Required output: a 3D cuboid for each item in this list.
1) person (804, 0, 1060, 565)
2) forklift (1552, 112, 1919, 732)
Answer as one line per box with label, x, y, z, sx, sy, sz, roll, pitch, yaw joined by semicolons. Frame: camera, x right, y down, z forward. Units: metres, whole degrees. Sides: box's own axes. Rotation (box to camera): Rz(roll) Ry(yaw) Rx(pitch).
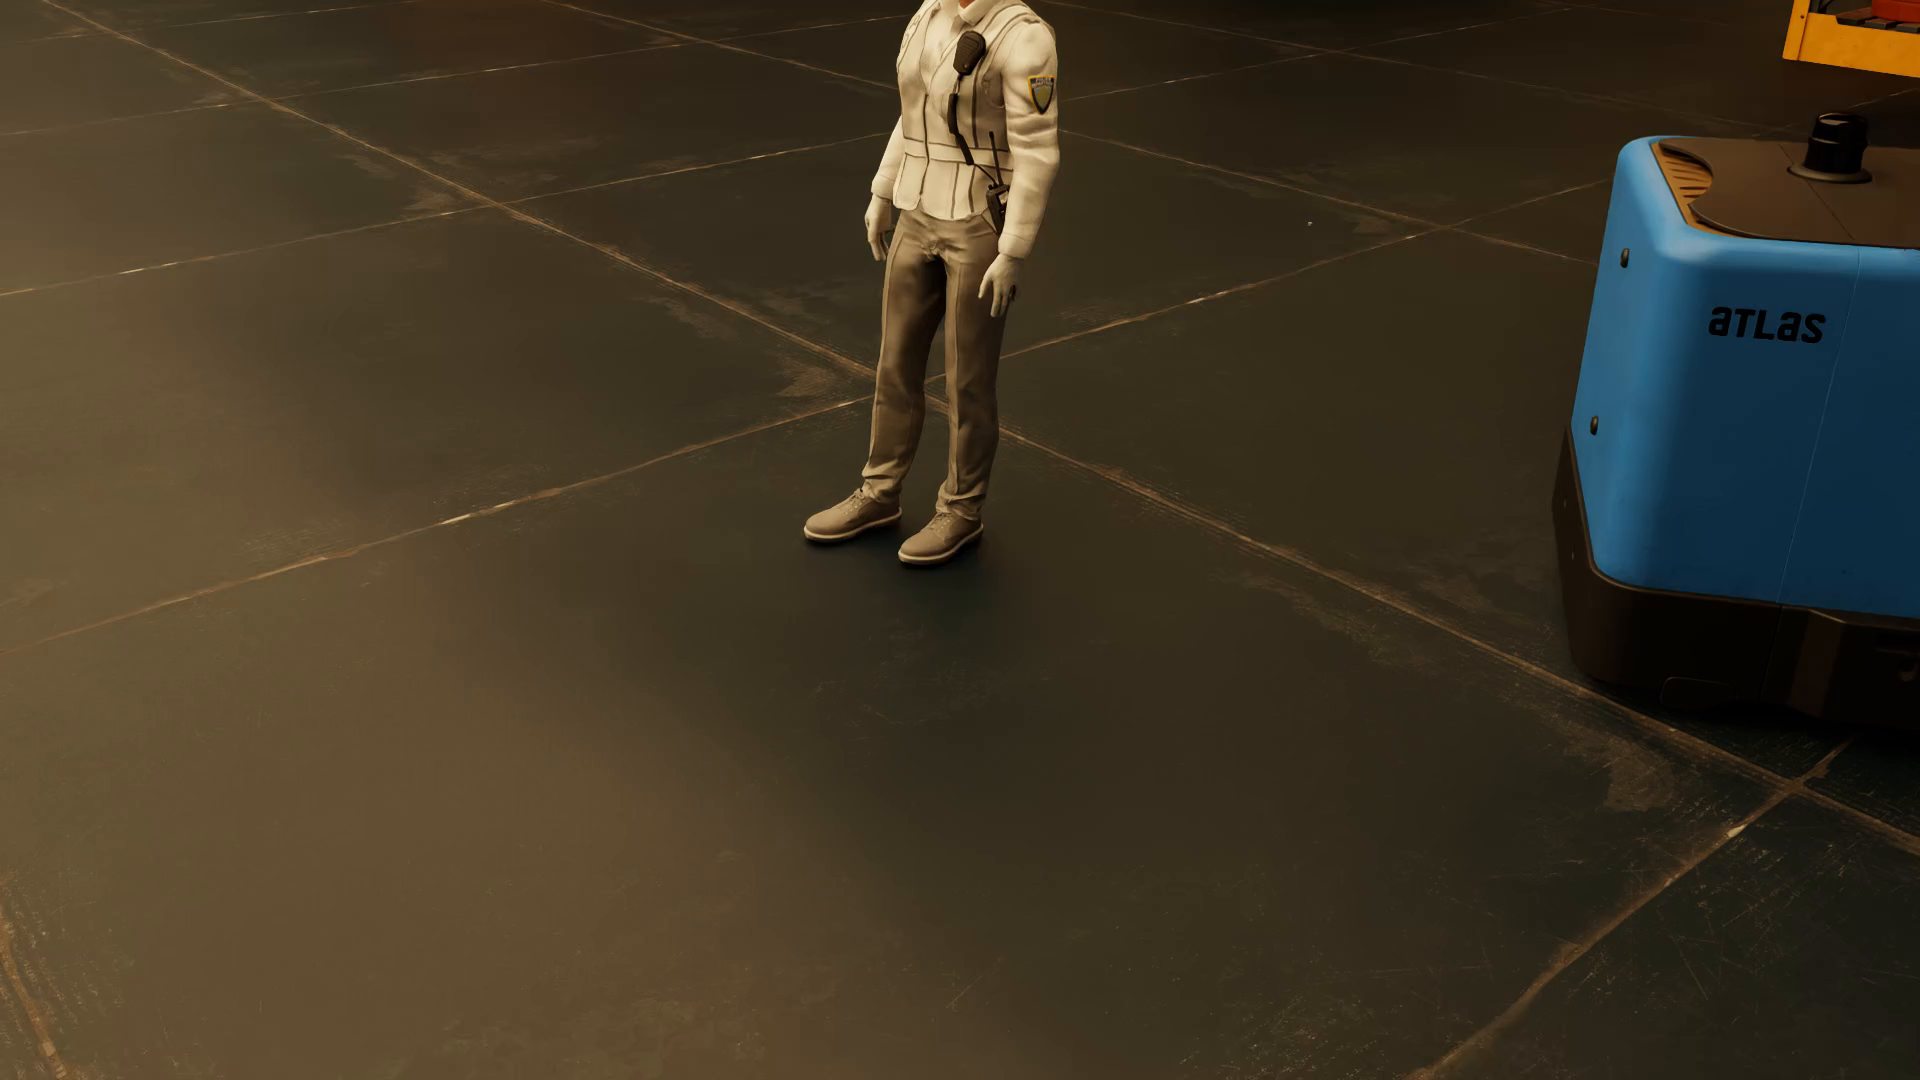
person;-0.057;-0.748;4.087;0.531;1.695;0.588;-20;33;-35
forklift;2.969;-0.990;3.199;3.031;2.935;1.130;7;27;13
